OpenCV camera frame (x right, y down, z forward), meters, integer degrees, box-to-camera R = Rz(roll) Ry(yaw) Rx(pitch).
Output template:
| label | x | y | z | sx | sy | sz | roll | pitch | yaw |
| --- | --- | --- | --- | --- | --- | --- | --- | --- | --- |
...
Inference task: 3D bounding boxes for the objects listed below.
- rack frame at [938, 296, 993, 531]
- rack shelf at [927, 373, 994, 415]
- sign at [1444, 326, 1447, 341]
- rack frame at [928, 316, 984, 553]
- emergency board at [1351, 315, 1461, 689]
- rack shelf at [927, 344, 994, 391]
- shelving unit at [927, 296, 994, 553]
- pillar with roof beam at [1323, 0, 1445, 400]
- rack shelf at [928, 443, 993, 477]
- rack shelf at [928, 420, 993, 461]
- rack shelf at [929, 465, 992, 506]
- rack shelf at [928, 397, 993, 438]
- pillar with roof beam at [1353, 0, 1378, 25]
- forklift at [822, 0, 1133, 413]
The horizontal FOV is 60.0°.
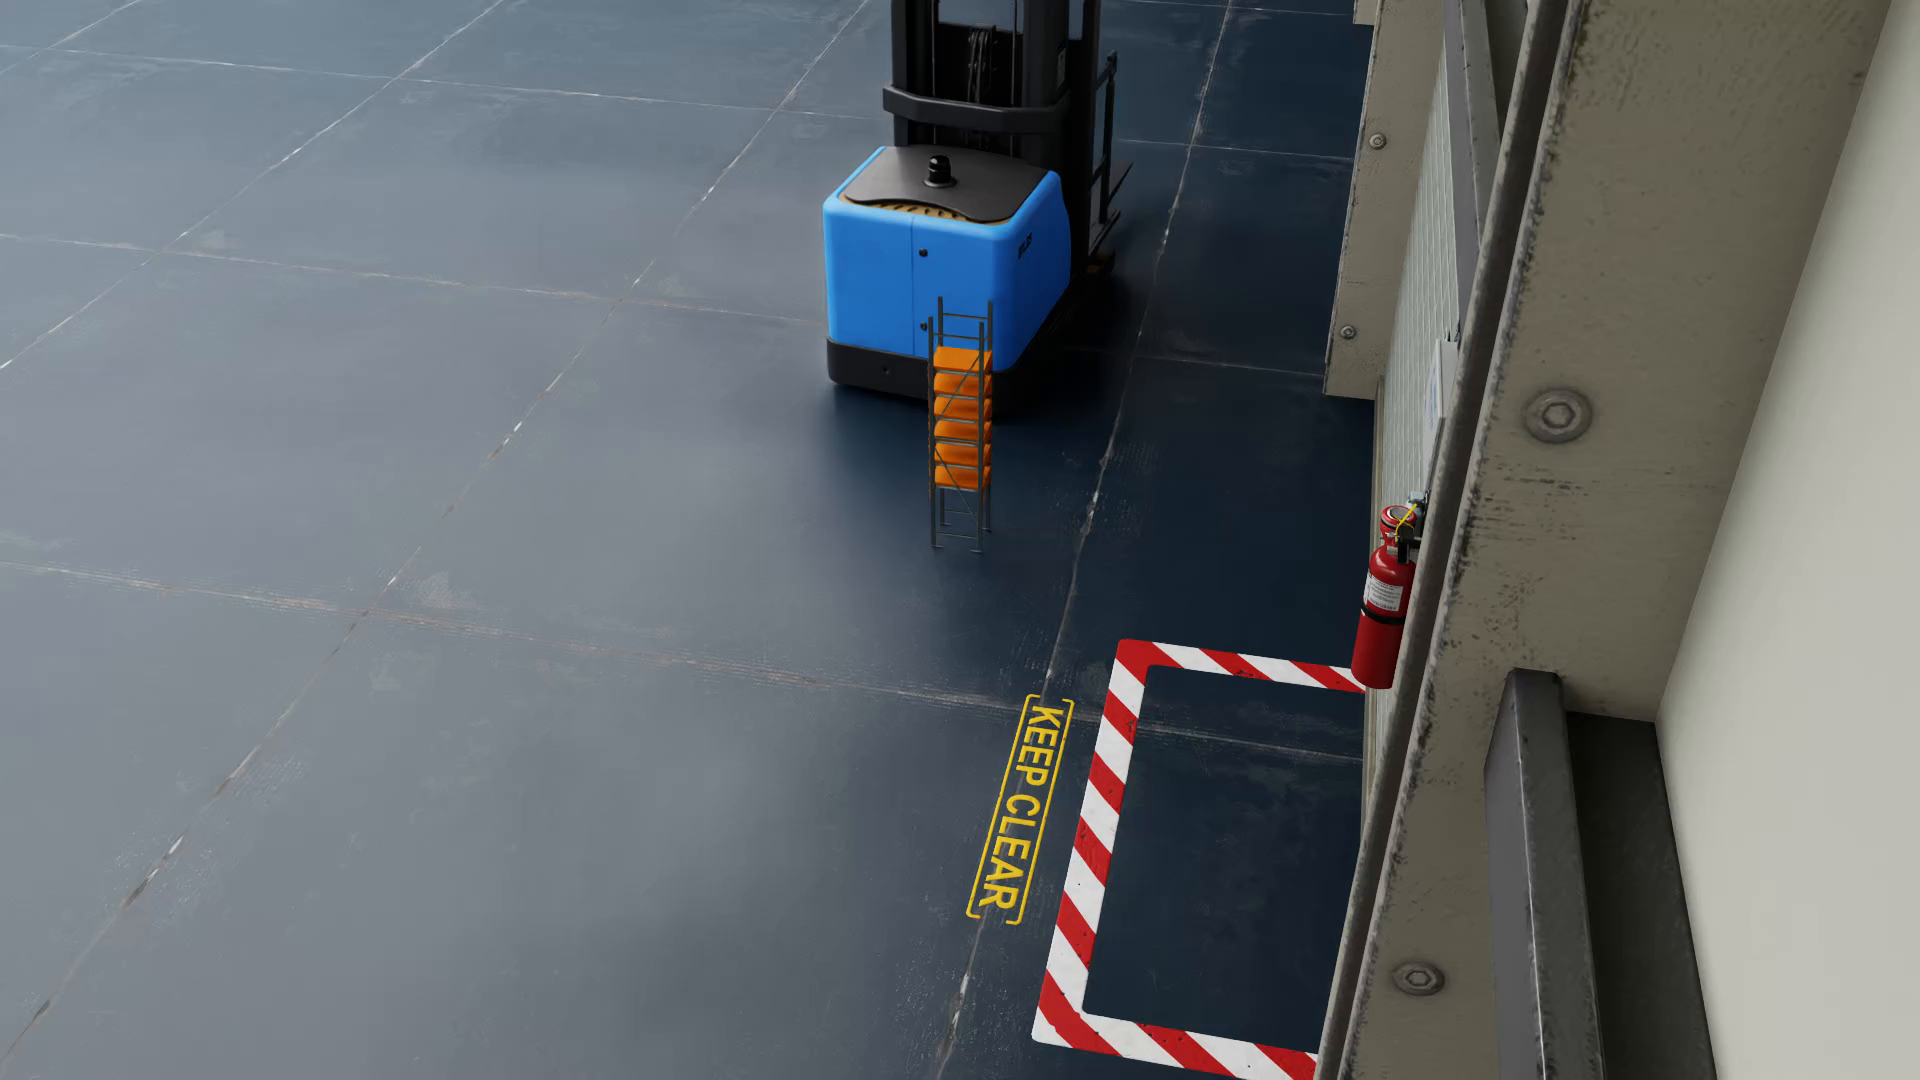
| label | x | y | z | sx | sy | sz | roll | pitch | yaw |
| --- | --- | --- | --- | --- | --- | --- | --- | --- | --- |
| rack frame | 0.023 | -0.547 | 7.482 | 0.240 | 1.200 | 0.006 | 7 | 37 | 10 |
| rack shelf | 0.003 | -0.652 | 7.295 | 0.258 | 0.103 | 0.180 | 7 | 37 | 10 |
| sign | 1.609 | -0.586 | 5.520 | 0.001 | 0.109 | 0.331 | 7 | 37 | 10 |
| rack frame | -0.016 | -0.442 | 7.337 | 0.240 | 1.200 | 0.006 | 7 | 37 | 10 |
| emergency board | 1.400 | -0.054 | 5.269 | 0.194 | 1.169 | 0.643 | 7 | 37 | 10 |
| rack shelf | 0.003 | -0.750 | 7.224 | 0.258 | 0.103 | 0.180 | 7 | 37 | 10 |
| shelving unit | 0.003 | -0.494 | 7.409 | 0.258 | 1.200 | 0.189 | 7 | 37 | 10 |
| pillar with roof beam | -2.090 | -5.051 | 7.051 | 9.100 | 9.000 | 0.400 | 7 | 37 | 10 |
| rack shelf | 0.003 | -0.361 | 7.506 | 0.258 | 0.103 | 0.180 | 7 | 37 | 10 |
| rack shelf | 0.003 | -0.458 | 7.435 | 0.258 | 0.103 | 0.180 | 7 | 37 | 10 |
| rack shelf | 0.003 | -0.264 | 7.576 | 0.258 | 0.103 | 0.180 | 7 | 37 | 10 |
| rack shelf | 0.003 | -0.555 | 7.365 | 0.258 | 0.103 | 0.180 | 7 | 37 | 10 |
| pillar with roof beam | -0.808 | -8.491 | 11.797 | 9.100 | 9.000 | 0.400 | 7 | 37 | 10 |
| forklift | 0.280 | -2.704 | 8.983 | 1.130 | 2.935 | 3.031 | 12 | 38 | 16 |
